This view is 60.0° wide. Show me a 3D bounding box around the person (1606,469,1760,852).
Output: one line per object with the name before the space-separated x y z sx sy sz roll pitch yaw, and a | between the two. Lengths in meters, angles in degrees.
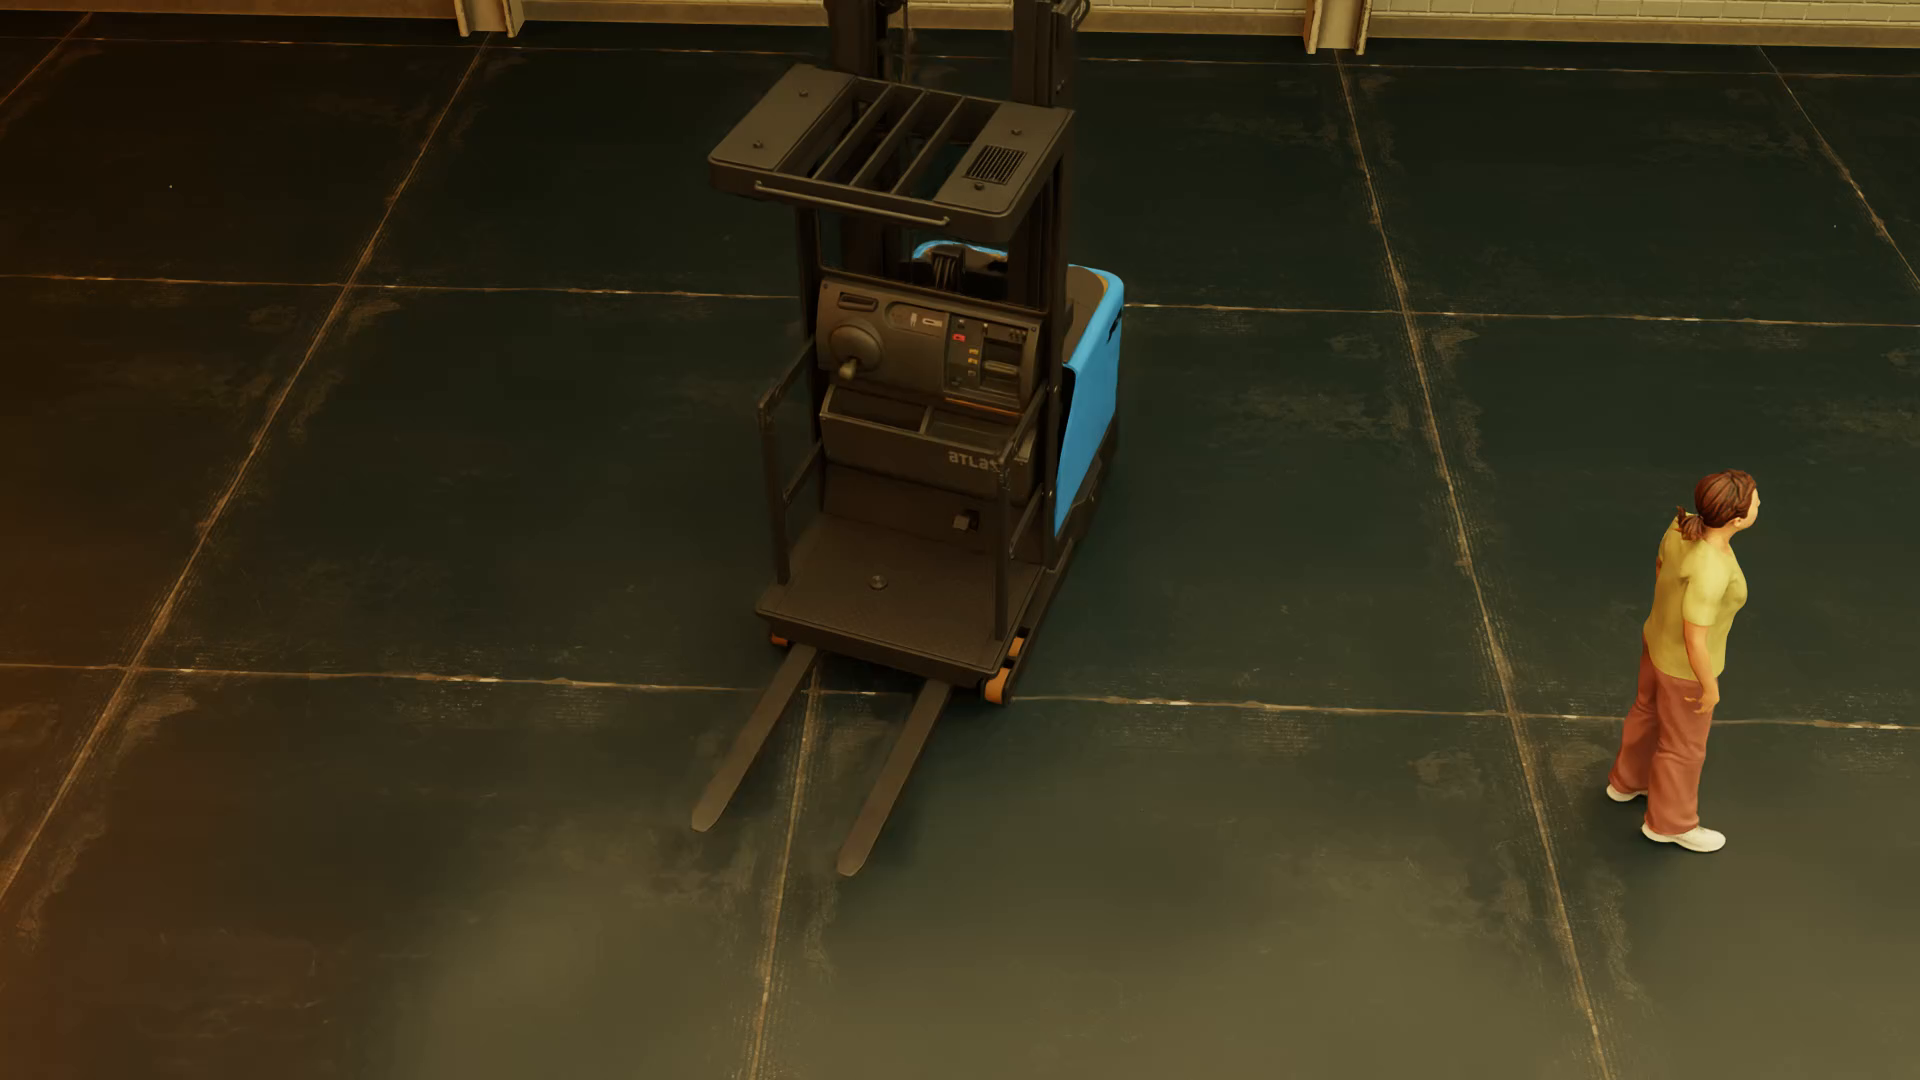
person | 2.761 0.426 6.200 0.541 1.676 0.545 3 42 3

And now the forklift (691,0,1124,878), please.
forklift | -0.206 -0.695 6.504 1.130 2.935 3.031 14 44 15
